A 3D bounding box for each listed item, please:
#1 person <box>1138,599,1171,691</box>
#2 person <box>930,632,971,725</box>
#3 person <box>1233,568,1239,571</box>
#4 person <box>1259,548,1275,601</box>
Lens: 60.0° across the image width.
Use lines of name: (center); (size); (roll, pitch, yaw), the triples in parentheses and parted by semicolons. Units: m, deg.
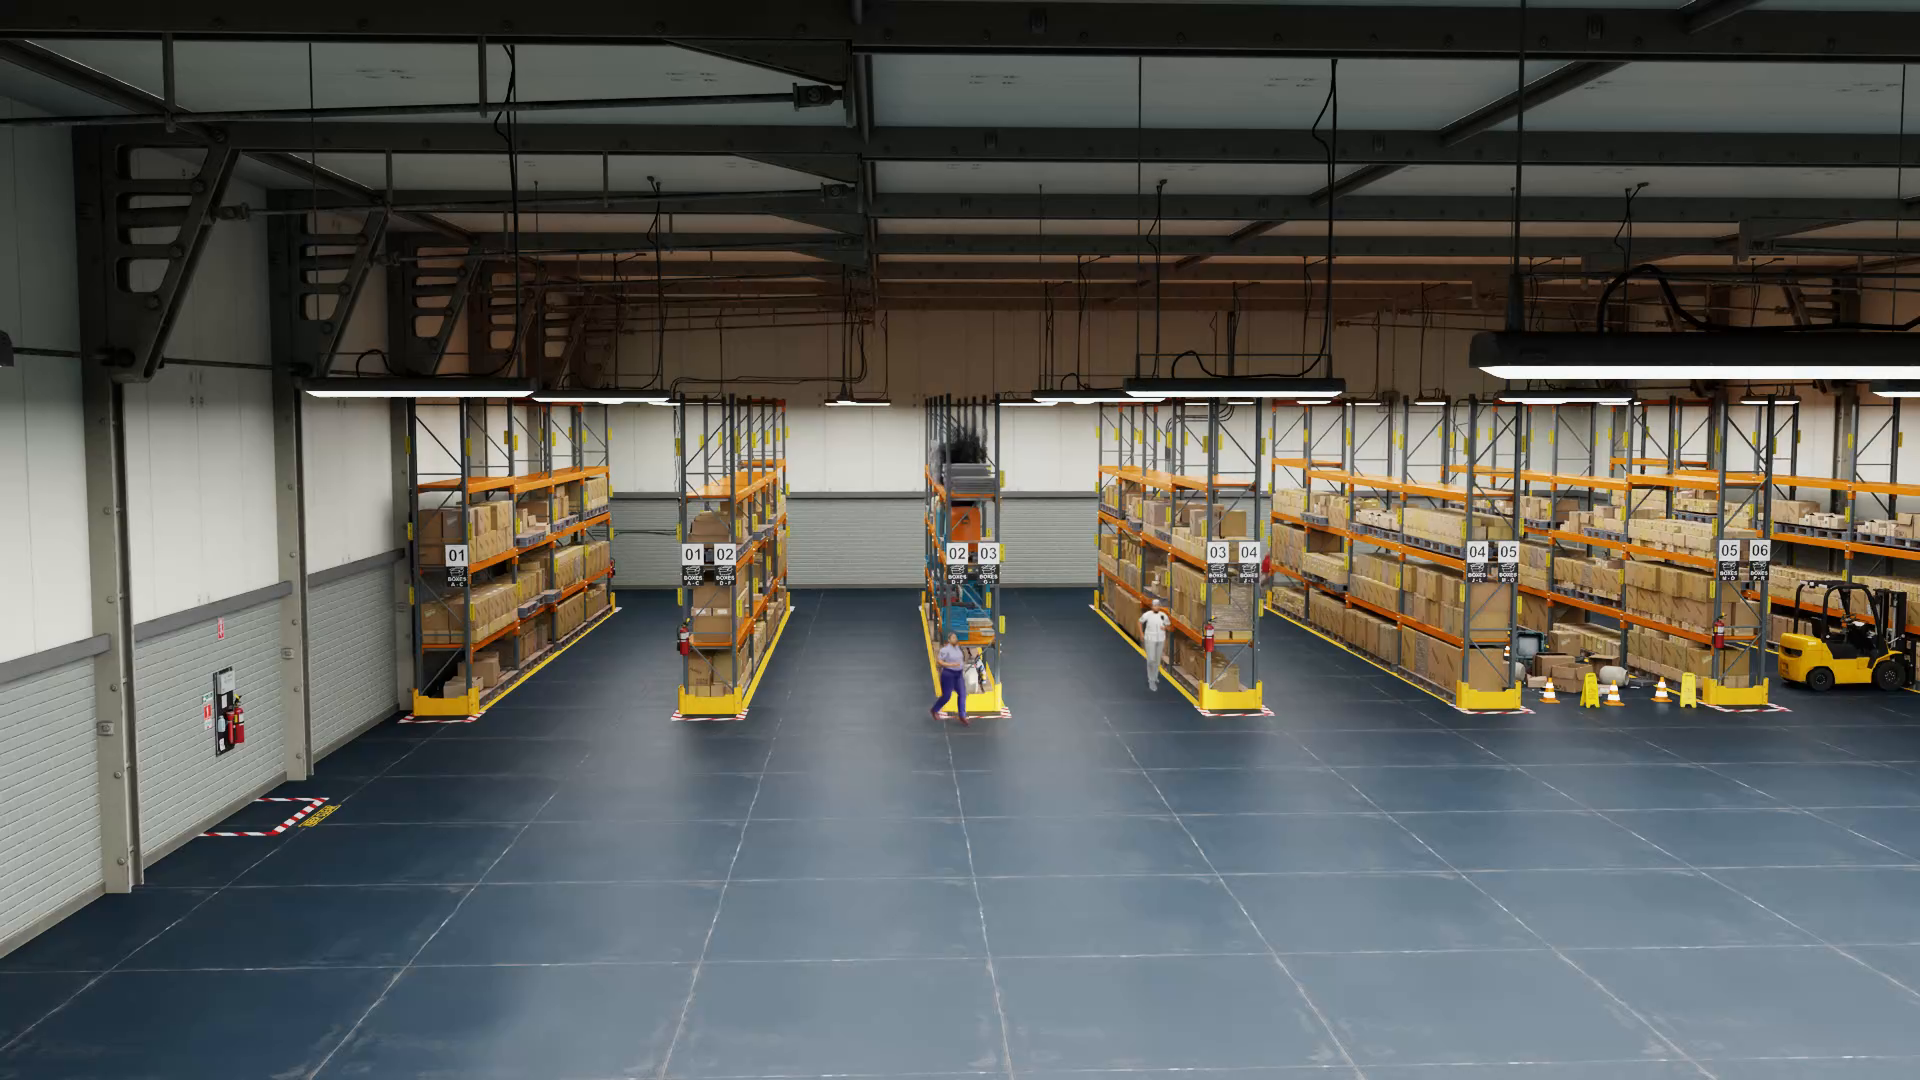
person: (3.833, 2.033, 32.613); (0.580, 1.760, 0.702); (-1, 5, -11)
person: (-0.146, 2.507, 30.216); (0.618, 1.658, 0.848); (-4, 6, -44)
person: (7.686, 1.175, 46.653); (0.708, 1.818, 0.785); (1, 5, 9)
person: (9.043, 1.048, 49.148); (0.659, 1.670, 0.783); (1, 5, 9)
